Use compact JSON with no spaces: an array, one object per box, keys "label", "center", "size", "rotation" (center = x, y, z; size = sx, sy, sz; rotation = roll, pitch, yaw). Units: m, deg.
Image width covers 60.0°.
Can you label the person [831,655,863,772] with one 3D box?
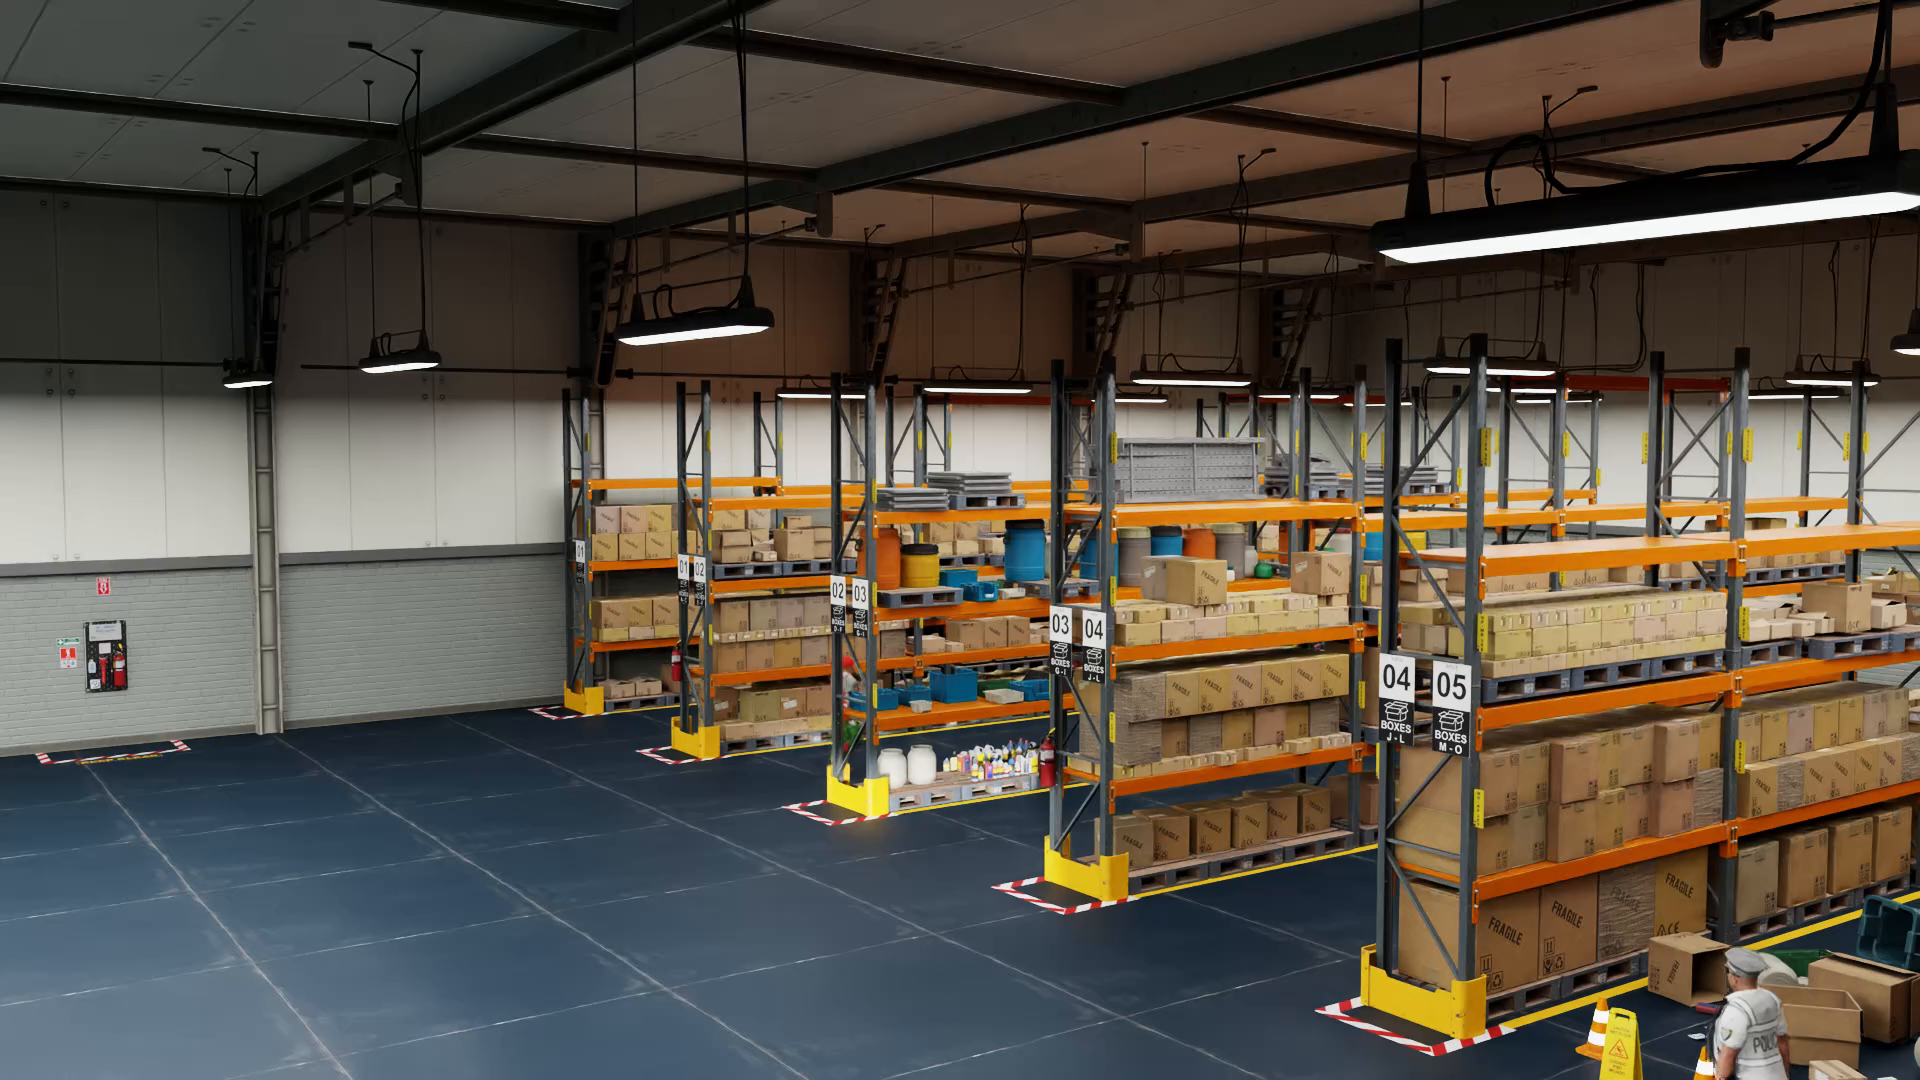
[{"label":"person","center":[-1.763,2.648,25.264],"size":[0.490,1.782,0.584],"rotation":[-2,4,-23]}]

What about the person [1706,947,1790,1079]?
[{"label":"person","center":[5.172,3.560,10.919],"size":[0.580,1.751,0.439],"rotation":[-3,5,-40]}]

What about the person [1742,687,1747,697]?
[{"label":"person","center":[10.612,2.817,22.757],"size":[1.143,1.727,0.626],"rotation":[-4,5,-44]}]
